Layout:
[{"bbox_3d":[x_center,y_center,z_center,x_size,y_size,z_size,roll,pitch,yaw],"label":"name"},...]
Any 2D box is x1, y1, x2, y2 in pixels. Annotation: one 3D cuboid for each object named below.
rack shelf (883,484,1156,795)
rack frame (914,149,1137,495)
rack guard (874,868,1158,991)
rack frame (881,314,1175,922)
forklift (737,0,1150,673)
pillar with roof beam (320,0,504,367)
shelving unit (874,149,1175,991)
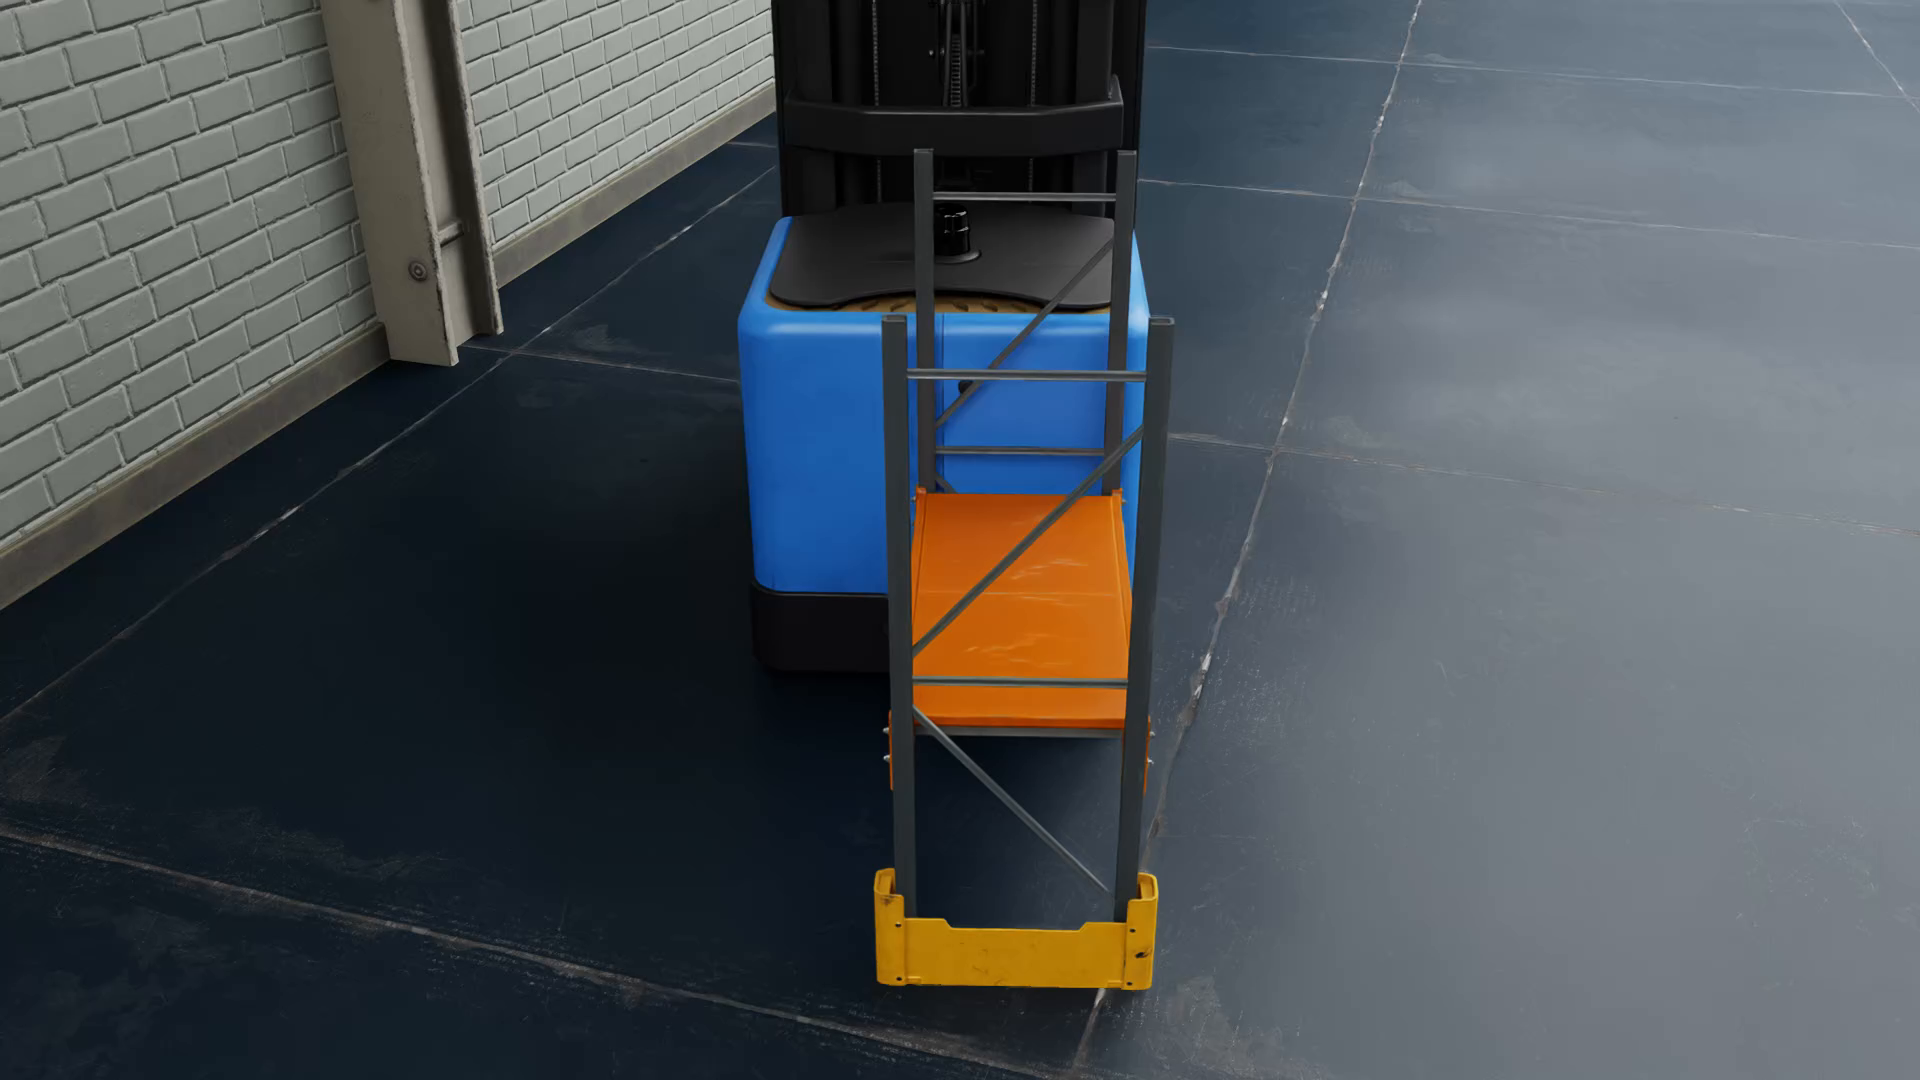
[{"bbox_3d":[0.131,0.188,3.740,0.538,0.185,1.000,1,29,2],"label":"rack shelf"},{"bbox_3d":[0.146,-0.216,4.096,0.500,1.500,0.032,1,29,2],"label":"rack frame"},{"bbox_3d":[0.116,0.823,3.513,0.587,0.250,0.087,1,29,2],"label":"rack guard"},{"bbox_3d":[0.116,0.278,3.208,0.500,1.500,0.032,1,29,2],"label":"rack frame"},{"bbox_3d":[0.004,-1.596,5.103,1.130,2.935,3.031,1,29,2],"label":"forklift"},{"bbox_3d":[2.051,-4.106,3.374,9.100,9.000,0.400,8,30,15],"label":"pillar with roof beam"},{"bbox_3d":[0.131,0.035,3.644,0.587,1.500,1.083,1,29,2],"label":"shelving unit"}]
